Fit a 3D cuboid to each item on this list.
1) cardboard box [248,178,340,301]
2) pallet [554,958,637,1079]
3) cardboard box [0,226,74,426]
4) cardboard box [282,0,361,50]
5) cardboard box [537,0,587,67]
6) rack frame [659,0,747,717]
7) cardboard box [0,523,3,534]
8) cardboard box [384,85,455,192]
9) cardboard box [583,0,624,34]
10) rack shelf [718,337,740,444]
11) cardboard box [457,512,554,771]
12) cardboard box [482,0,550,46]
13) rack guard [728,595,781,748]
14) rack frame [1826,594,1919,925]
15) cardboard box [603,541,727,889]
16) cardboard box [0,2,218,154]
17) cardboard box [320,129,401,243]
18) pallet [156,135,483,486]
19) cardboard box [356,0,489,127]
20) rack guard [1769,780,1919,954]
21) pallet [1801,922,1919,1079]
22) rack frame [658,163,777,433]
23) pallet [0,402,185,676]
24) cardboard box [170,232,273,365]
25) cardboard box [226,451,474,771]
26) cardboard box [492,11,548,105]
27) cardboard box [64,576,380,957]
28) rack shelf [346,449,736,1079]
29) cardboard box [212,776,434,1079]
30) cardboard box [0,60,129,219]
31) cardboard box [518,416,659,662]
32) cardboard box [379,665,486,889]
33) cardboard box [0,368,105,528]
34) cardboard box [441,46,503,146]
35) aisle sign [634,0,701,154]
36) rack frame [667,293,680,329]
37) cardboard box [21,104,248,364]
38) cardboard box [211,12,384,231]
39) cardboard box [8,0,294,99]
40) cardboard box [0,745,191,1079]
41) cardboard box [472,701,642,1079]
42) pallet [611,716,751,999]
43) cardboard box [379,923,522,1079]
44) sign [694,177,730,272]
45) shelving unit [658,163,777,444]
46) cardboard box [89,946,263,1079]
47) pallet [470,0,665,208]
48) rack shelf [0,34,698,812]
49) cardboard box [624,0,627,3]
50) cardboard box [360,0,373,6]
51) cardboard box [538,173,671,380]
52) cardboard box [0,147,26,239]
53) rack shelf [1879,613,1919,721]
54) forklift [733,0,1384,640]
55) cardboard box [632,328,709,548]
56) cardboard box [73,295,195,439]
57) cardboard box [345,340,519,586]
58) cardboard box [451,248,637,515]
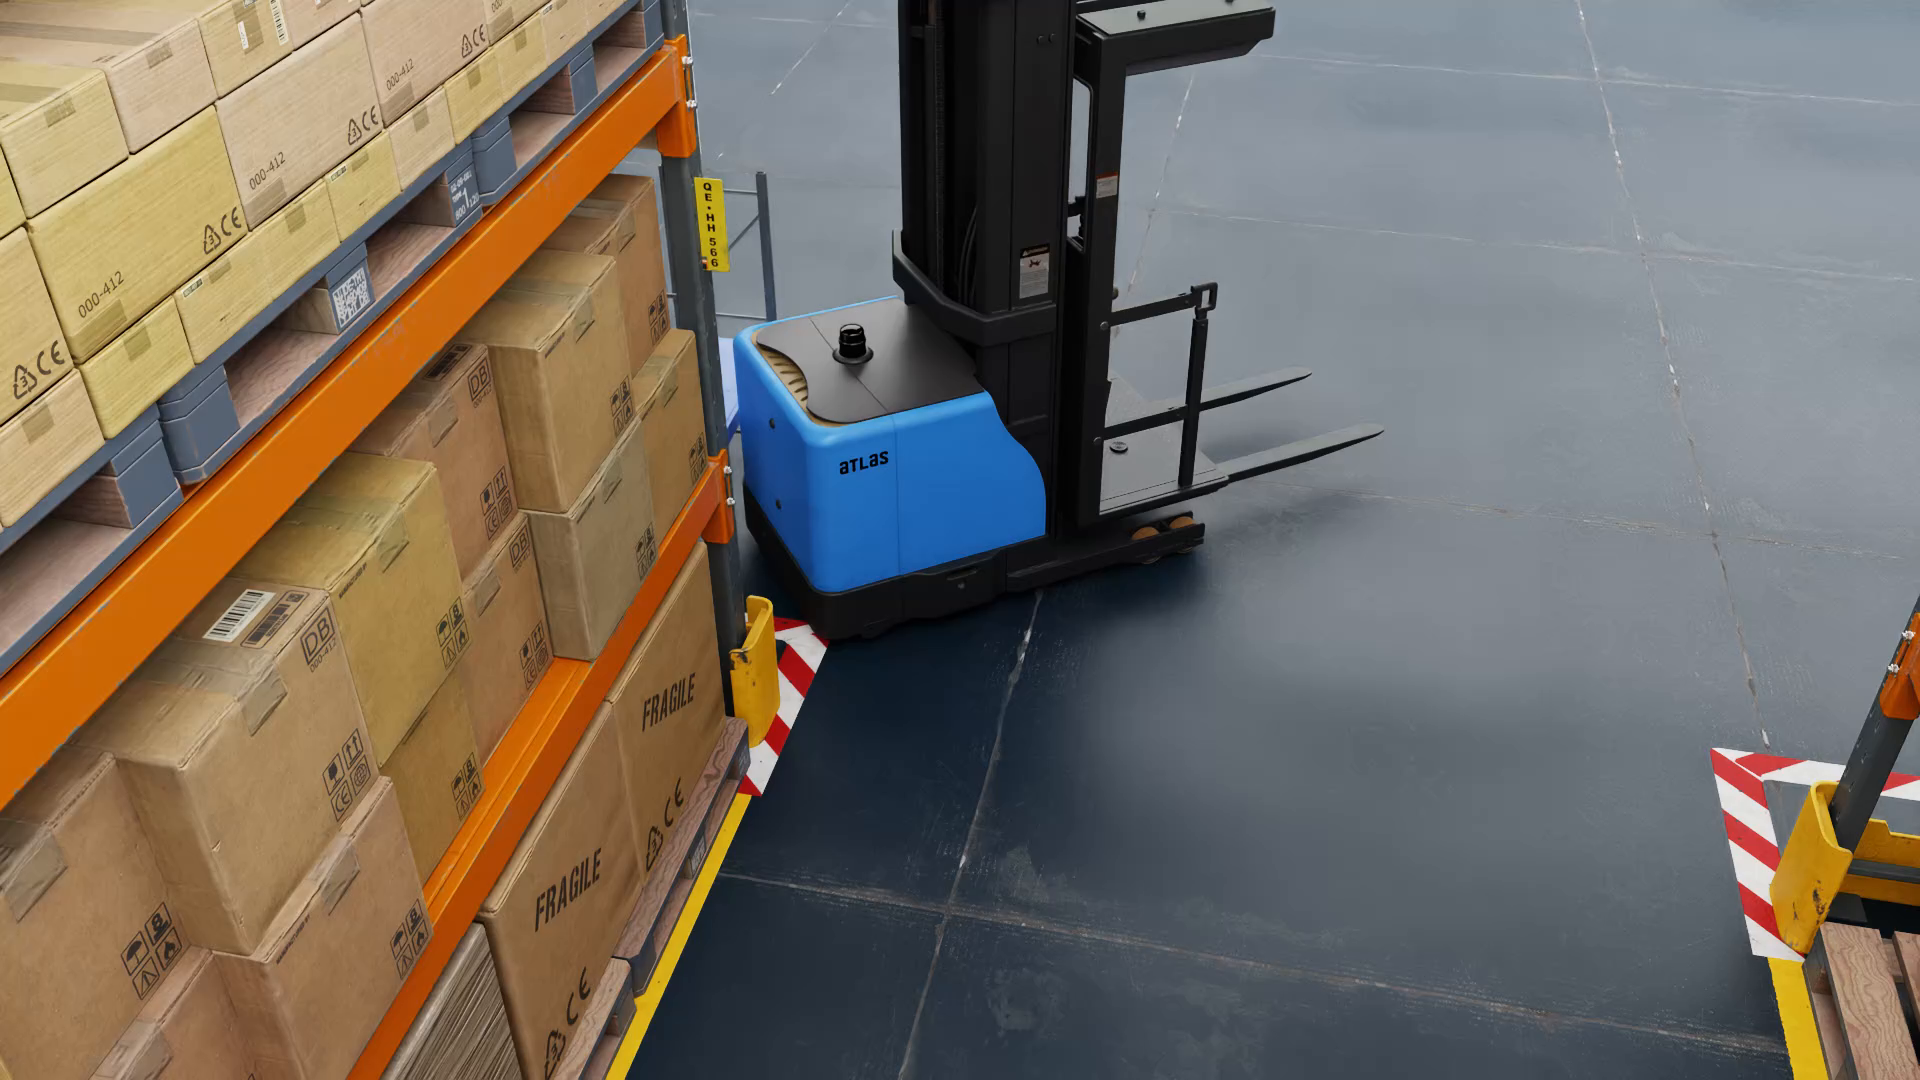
[{"bbox_3d":[-1.457,-0.605,3.244,0.380,0.149,0.250,8,37,11],"label":"cardboard box"},{"bbox_3d":[-1.694,1.758,5.145,1.003,0.211,1.213,7,37,10],"label":"pallet"},{"bbox_3d":[-1.707,-0.263,2.432,0.500,0.250,0.500,7,37,10],"label":"cardboard box"},{"bbox_3d":[-1.403,-1.073,3.210,0.380,0.149,0.250,8,37,10],"label":"cardboard box"},{"bbox_3d":[-1.186,-1.335,4.251,0.380,0.149,0.250,8,37,11],"label":"cardboard box"},{"bbox_3d":[-1.337,-0.537,5.934,1.000,3.000,0.127,7,37,10],"label":"rack frame"},{"bbox_3d":[-1.674,-0.024,2.443,0.380,0.149,0.250,7,37,10],"label":"cardboard box"},{"bbox_3d":[-1.349,-0.899,3.649,0.380,0.149,0.250,8,37,10],"label":"cardboard box"},{"bbox_3d":[-1.132,-1.483,4.455,0.380,0.149,0.250,8,37,10],"label":"cardboard box"},{"bbox_3d":[-1.214,-0.630,7.647,0.538,0.185,1.000,6,36,9],"label":"rack shelf"},{"bbox_3d":[-1.711,0.244,4.729,0.875,0.550,0.550,7,37,10],"label":"cardboard box"},{"bbox_3d":[-1.276,-1.419,4.027,0.500,0.250,0.500,7,37,10],"label":"cardboard box"},{"bbox_3d":[-1.332,0.462,6.687,1.175,0.500,0.348,7,37,10],"label":"rack guard"},{"bbox_3d":[3.487,0.143,4.997,1.000,3.000,0.127,7,37,10],"label":"rack frame"},{"bbox_3d":[-1.418,0.551,5.887,0.875,0.875,0.875,8,37,10],"label":"cardboard box"},{"bbox_3d":[-1.511,-0.786,2.813,0.380,0.149,0.250,7,37,10],"label":"cardboard box"},{"bbox_3d":[-1.403,-0.753,3.447,0.380,0.149,0.250,8,37,11],"label":"cardboard box"},{"bbox_3d":[-1.744,-0.587,3.524,1.003,0.211,1.213,7,37,10],"label":"pallet"},{"bbox_3d":[-1.385,-1.131,3.630,0.500,0.250,0.500,7,37,10],"label":"cardboard box"},{"bbox_3d":[3.470,1.199,5.670,1.175,0.500,0.348,7,37,10],"label":"rack guard"},{"bbox_3d":[3.262,1.777,5.118,1.003,0.211,1.213,7,37,10],"label":"pallet"},{"bbox_3d":[-1.119,-1.068,7.946,0.500,1.500,0.032,6,36,9],"label":"rack frame"},{"bbox_3d":[-2.007,0.110,2.562,1.003,0.211,1.213,7,37,10],"label":"pallet"},{"bbox_3d":[-1.512,-0.463,3.048,0.380,0.149,0.250,7,37,10],"label":"cardboard box"},{"bbox_3d":[-1.720,0.124,3.975,0.875,0.550,0.500,7,37,10],"label":"cardboard box"},{"bbox_3d":[-1.241,-1.190,4.051,0.380,0.149,0.250,8,37,10],"label":"cardboard box"},{"bbox_3d":[-1.826,0.429,3.554,0.875,0.550,0.550,7,37,10],"label":"cardboard box"},{"bbox_3d":[-1.764,0.901,4.564,1.077,0.370,4.000,7,37,10],"label":"rack shelf"},{"bbox_3d":[-1.799,0.870,3.866,0.875,0.550,0.550,7,37,10],"label":"cardboard box"},{"bbox_3d":[-1.566,-0.641,2.613,0.380,0.149,0.250,8,37,10],"label":"cardboard box"},{"bbox_3d":[-1.468,-0.061,5.150,0.875,0.550,0.550,7,37,10],"label":"cardboard box"},{"bbox_3d":[-1.783,0.553,4.303,0.875,0.550,0.500,7,37,10],"label":"cardboard box"},{"bbox_3d":[-1.620,-0.168,2.641,0.380,0.149,0.250,7,36,9],"label":"cardboard box"},{"bbox_3d":[-1.295,-1.043,3.848,0.380,0.149,0.250,7,36,9],"label":"cardboard box"},{"bbox_3d":[-1.029,-1.592,5.176,0.394,0.787,0.004,7,37,10],"label":"aisle sign"},{"bbox_3d":[-1.308,-0.482,7.137,0.500,1.500,0.032,6,36,9],"label":"rack frame"},{"bbox_3d":[-1.600,-0.552,2.831,0.500,0.250,0.500,7,37,9],"label":"cardboard box"},{"bbox_3d":[-1.493,-0.843,3.232,0.500,0.250,0.500,8,37,10],"label":"cardboard box"},{"bbox_3d":[-1.457,-0.928,3.010,0.380,0.149,0.250,7,37,10],"label":"cardboard box"},{"bbox_3d":[-2.075,0.721,3.151,0.875,0.550,0.550,7,37,10],"label":"cardboard box"},{"bbox_3d":[-1.603,1.055,5.191,0.875,0.875,0.875,7,36,9],"label":"cardboard box"},{"bbox_3d":[-1.432,1.061,6.107,1.003,0.211,1.213,7,37,10],"label":"pallet"},{"bbox_3d":[-1.800,1.578,4.470,0.875,0.875,0.875,8,37,10],"label":"cardboard box"},{"bbox_3d":[-0.810,-1.025,5.420,0.100,0.325,0.005,7,37,10],"label":"sign"},{"bbox_3d":[-1.214,-0.775,7.542,0.538,1.500,1.048,6,36,9],"label":"shelving unit"},{"bbox_3d":[-2.029,1.165,3.459,0.875,0.550,0.550,7,37,10],"label":"cardboard box"},{"bbox_3d":[-1.485,-1.289,4.492,1.003,0.211,1.213,7,37,10],"label":"pallet"},{"bbox_3d":[-1.764,-0.313,3.683,1.077,0.370,4.000,7,37,10],"label":"rack shelf"},{"bbox_3d":[-1.077,-1.627,4.654,0.380,0.149,0.250,7,37,10],"label":"cardboard box"},{"bbox_3d":[-1.350,-1.218,3.410,0.380,0.149,0.250,7,36,9],"label":"cardboard box"},{"bbox_3d":[-1.454,-0.827,5.287,0.875,0.550,0.550,7,37,10],"label":"cardboard box"},{"bbox_3d":[-1.620,-0.493,2.409,0.380,0.149,0.250,7,36,9],"label":"cardboard box"},{"bbox_3d":[3.060,1.581,3.626,1.077,0.370,4.000,7,37,10],"label":"rack shelf"},{"bbox_3d":[0.563,-1.343,7.105,3.031,2.935,1.130,-15,39,-20],"label":"forklift"},{"bbox_3d":[-1.372,-0.379,5.589,0.875,0.550,0.550,7,37,10],"label":"cardboard box"},{"bbox_3d":[-1.566,-0.317,2.846,0.380,0.149,0.250,7,36,9],"label":"cardboard box"},{"bbox_3d":[-1.734,-0.196,4.416,0.875,0.550,0.550,7,37,10],"label":"cardboard box"},{"bbox_3d":[-1.482,-0.500,4.836,0.875,0.550,0.550,7,37,10],"label":"cardboard box"}]
